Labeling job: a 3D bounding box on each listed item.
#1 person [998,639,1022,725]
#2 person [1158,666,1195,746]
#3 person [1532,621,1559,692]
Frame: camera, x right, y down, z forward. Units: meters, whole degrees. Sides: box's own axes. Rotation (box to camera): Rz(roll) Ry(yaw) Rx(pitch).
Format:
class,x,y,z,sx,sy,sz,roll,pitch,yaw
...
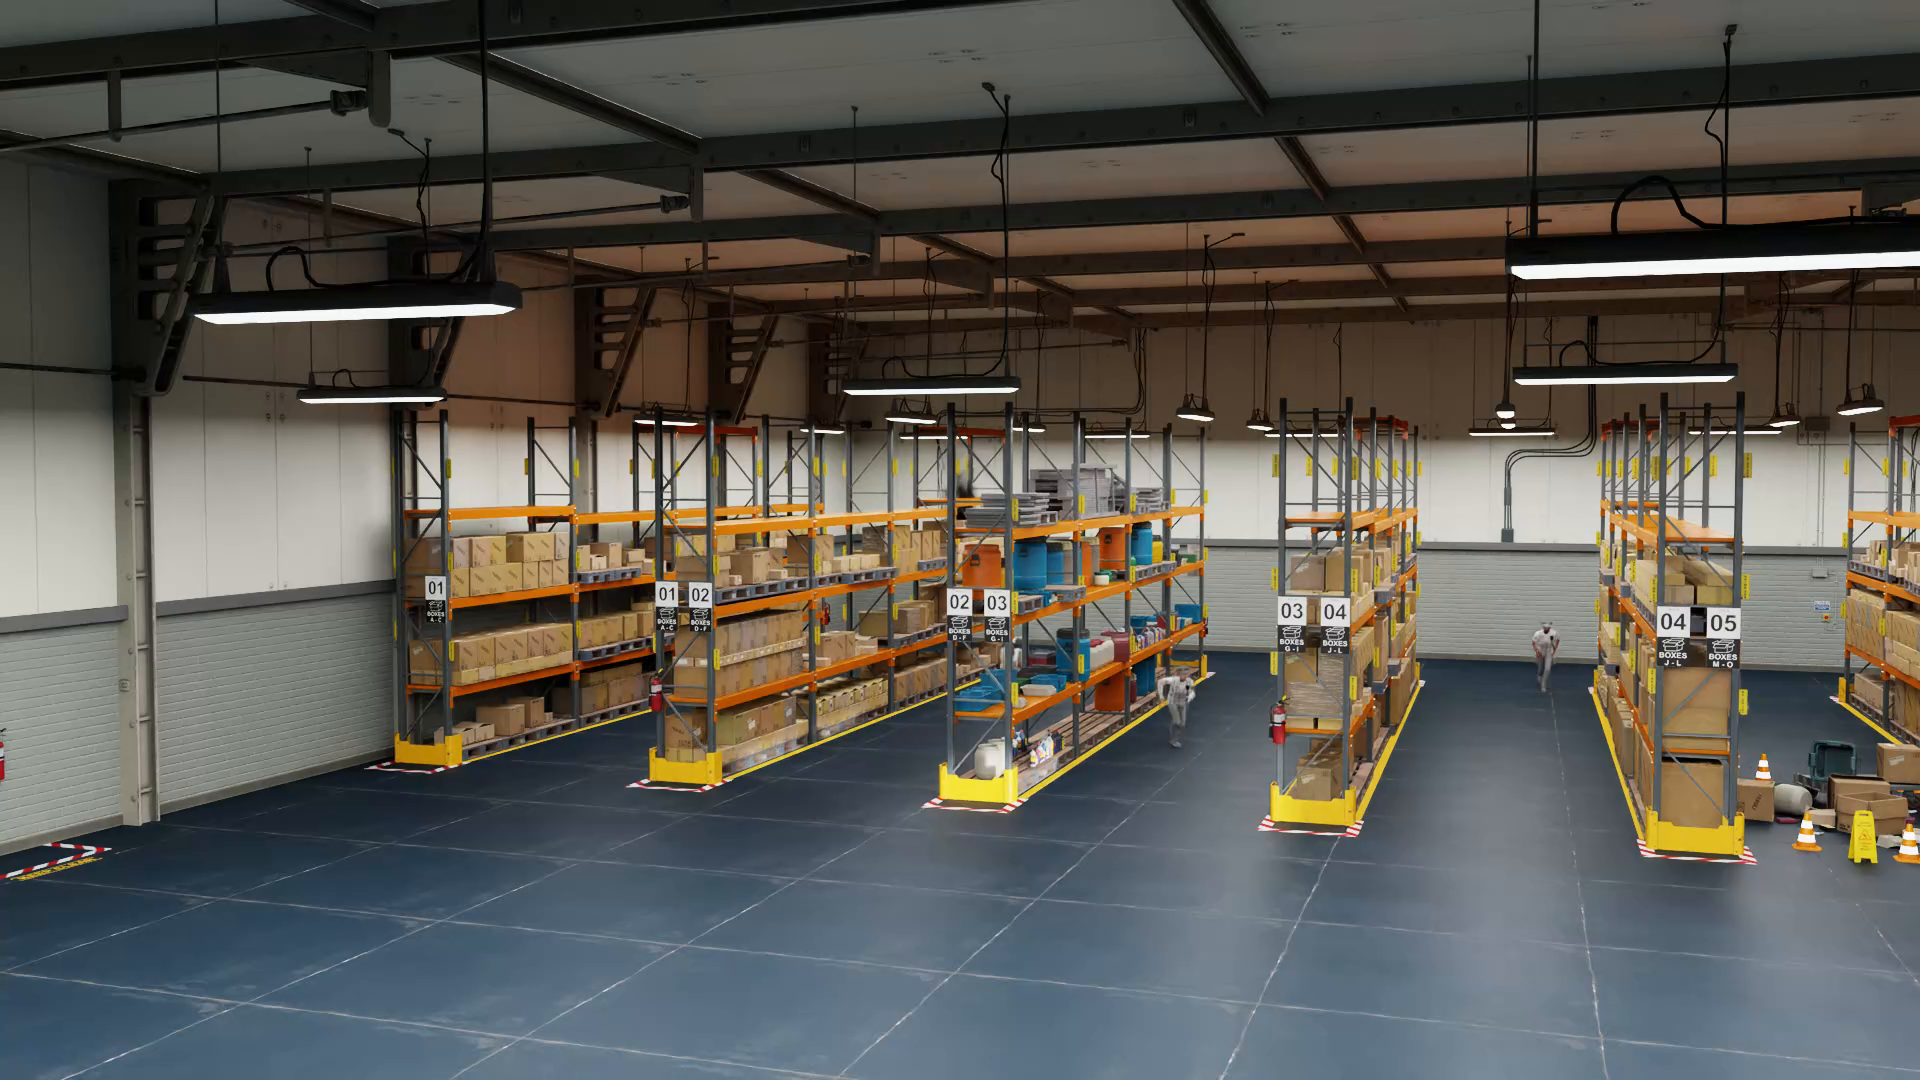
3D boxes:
class,x,y,z,sx,sy,sz,roll,pitch,yaw
person,1.028,2.733,32.521,0.668,1.741,0.938,1,3,17
person,3.869,2.987,29.740,0.645,1.488,0.792,0,2,-10
person,13.238,2.615,37.642,0.587,1.627,0.926,0,2,8
